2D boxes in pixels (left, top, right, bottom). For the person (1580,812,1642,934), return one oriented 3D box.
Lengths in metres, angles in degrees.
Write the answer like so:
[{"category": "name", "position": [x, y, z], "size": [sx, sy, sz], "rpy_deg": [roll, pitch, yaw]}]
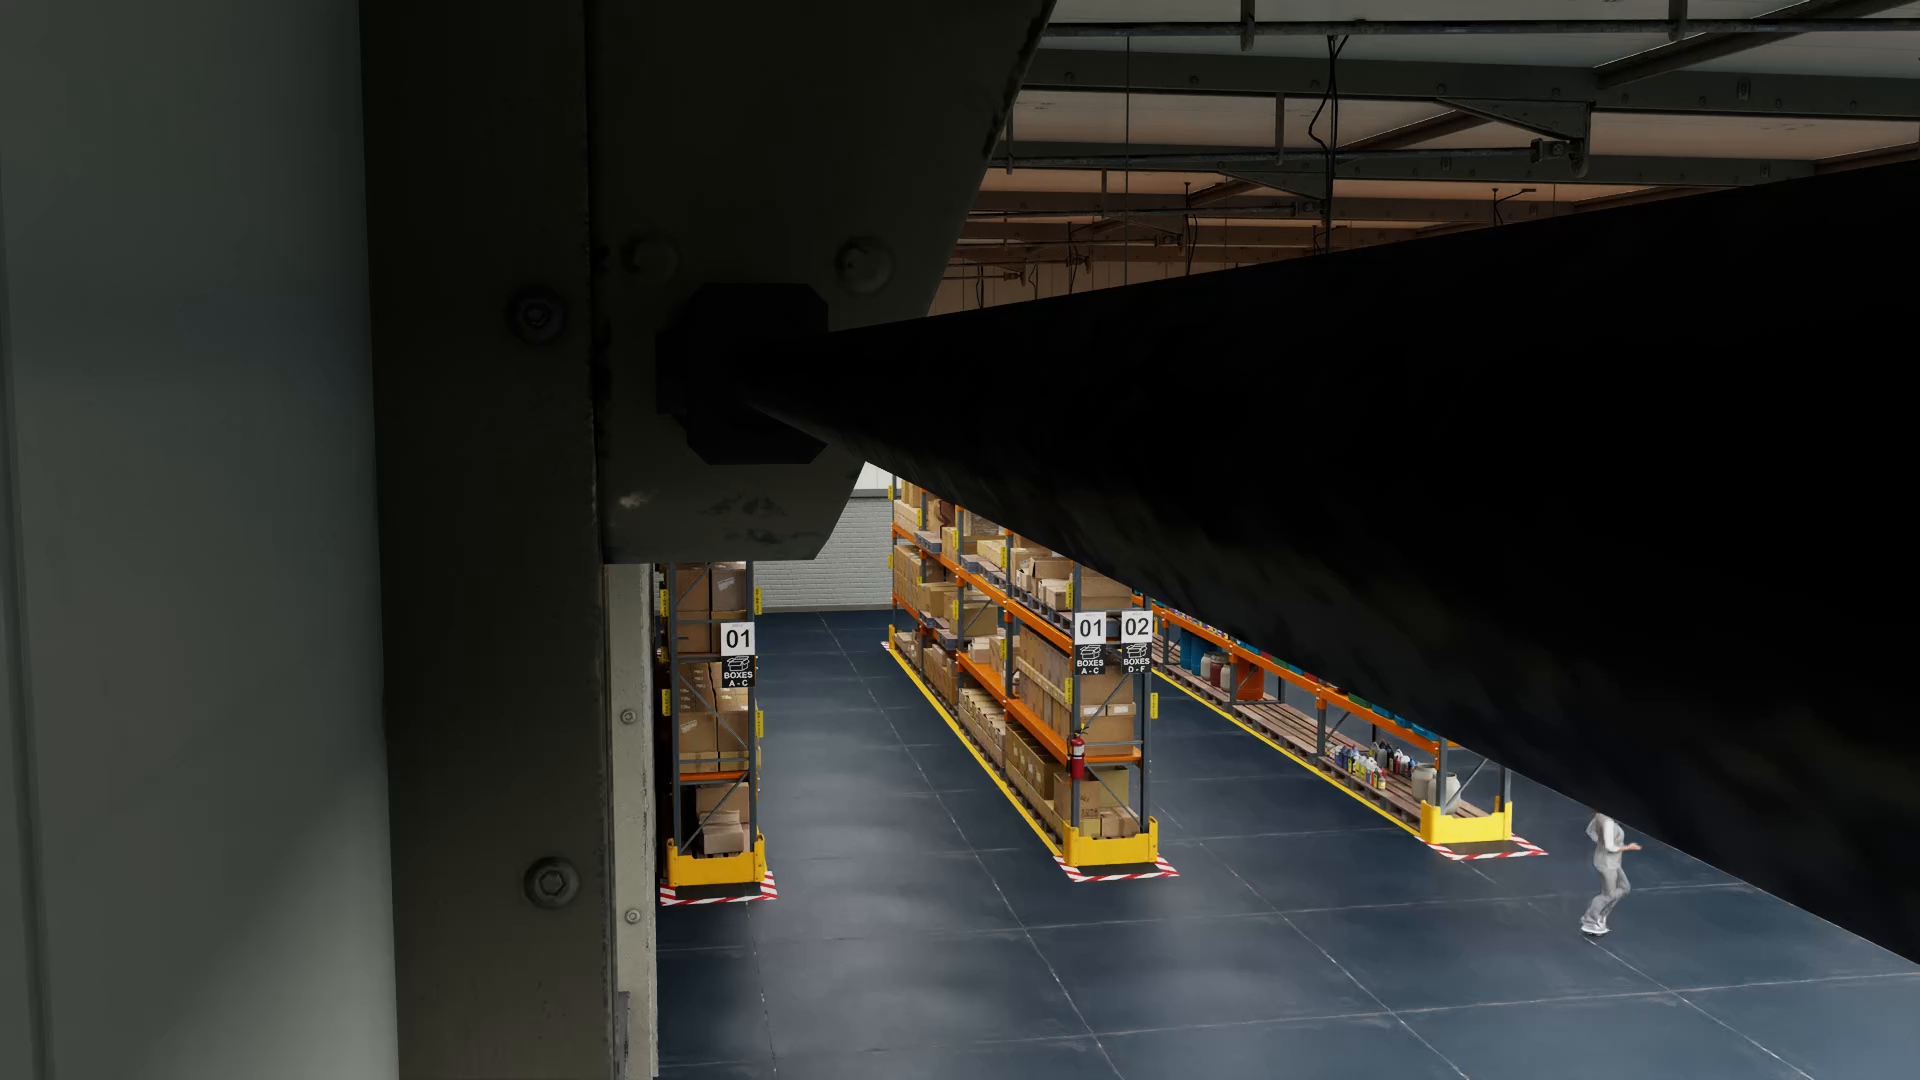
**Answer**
[{"category": "person", "position": [7.155, 3.569, 18.265], "size": [0.596, 1.573, 0.517], "rpy_deg": [2, 6, 16]}]
